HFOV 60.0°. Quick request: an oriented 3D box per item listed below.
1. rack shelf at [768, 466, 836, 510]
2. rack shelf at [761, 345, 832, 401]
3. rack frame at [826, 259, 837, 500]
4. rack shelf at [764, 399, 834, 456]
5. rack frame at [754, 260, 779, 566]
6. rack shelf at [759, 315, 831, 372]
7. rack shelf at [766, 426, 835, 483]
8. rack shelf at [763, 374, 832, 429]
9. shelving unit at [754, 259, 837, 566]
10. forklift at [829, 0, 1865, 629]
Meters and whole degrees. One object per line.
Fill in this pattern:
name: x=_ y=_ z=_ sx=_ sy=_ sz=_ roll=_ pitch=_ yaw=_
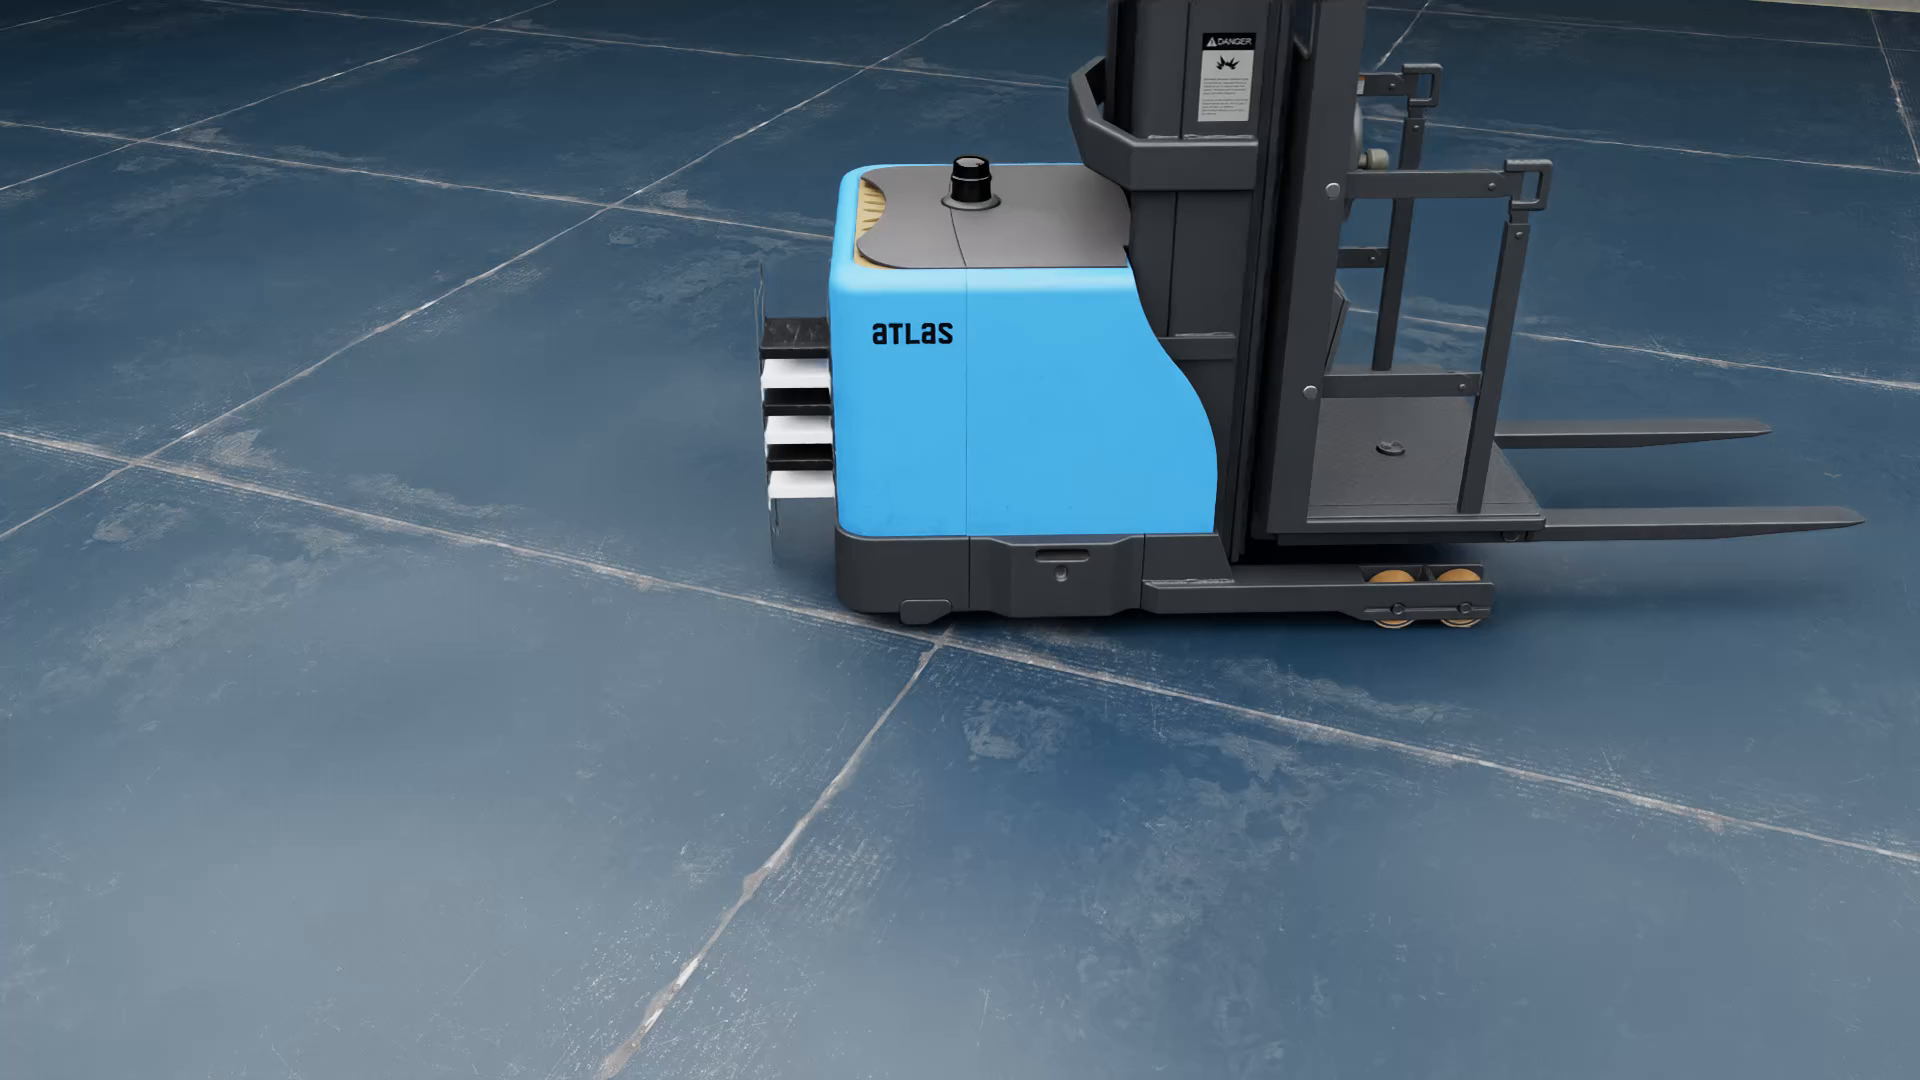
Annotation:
rack shelf: x=-0.478 y=-0.187 z=5.099 sx=0.200 sy=0.077 sz=0.258 roll=-1 pitch=29 yaw=-1
rack shelf: x=-0.478 y=-0.500 z=4.922 sx=0.200 sy=0.077 sz=0.258 roll=-1 pitch=29 yaw=-1
rack frame: x=-0.376 y=-0.374 z=4.997 sx=0.006 sy=0.900 sz=0.240 roll=-1 pitch=29 yaw=-1
rack shelf: x=-0.478 y=-0.343 z=5.011 sx=0.200 sy=0.077 sz=0.258 roll=-1 pitch=29 yaw=-1
rack frame: x=-0.579 y=-0.371 z=4.992 sx=0.006 sy=0.900 sz=0.240 roll=-1 pitch=29 yaw=-1
rack shelf: x=-0.478 y=-0.578 z=4.878 sx=0.200 sy=0.077 sz=0.258 roll=-1 pitch=29 yaw=-1
rack shelf: x=-0.478 y=-0.265 z=5.055 sx=0.200 sy=0.077 sz=0.258 roll=-1 pitch=29 yaw=-1
rack shelf: x=-0.478 y=-0.422 z=4.966 sx=0.200 sy=0.077 sz=0.258 roll=-1 pitch=29 yaw=-1
shelving unit: x=-0.478 y=-0.372 z=4.994 sx=0.210 sy=0.900 sz=0.258 roll=-1 pitch=29 yaw=-1
forklift: x=1.147 y=-1.282 z=4.540 sx=3.031 sy=2.935 sz=1.130 roll=-1 pitch=29 yaw=-1
